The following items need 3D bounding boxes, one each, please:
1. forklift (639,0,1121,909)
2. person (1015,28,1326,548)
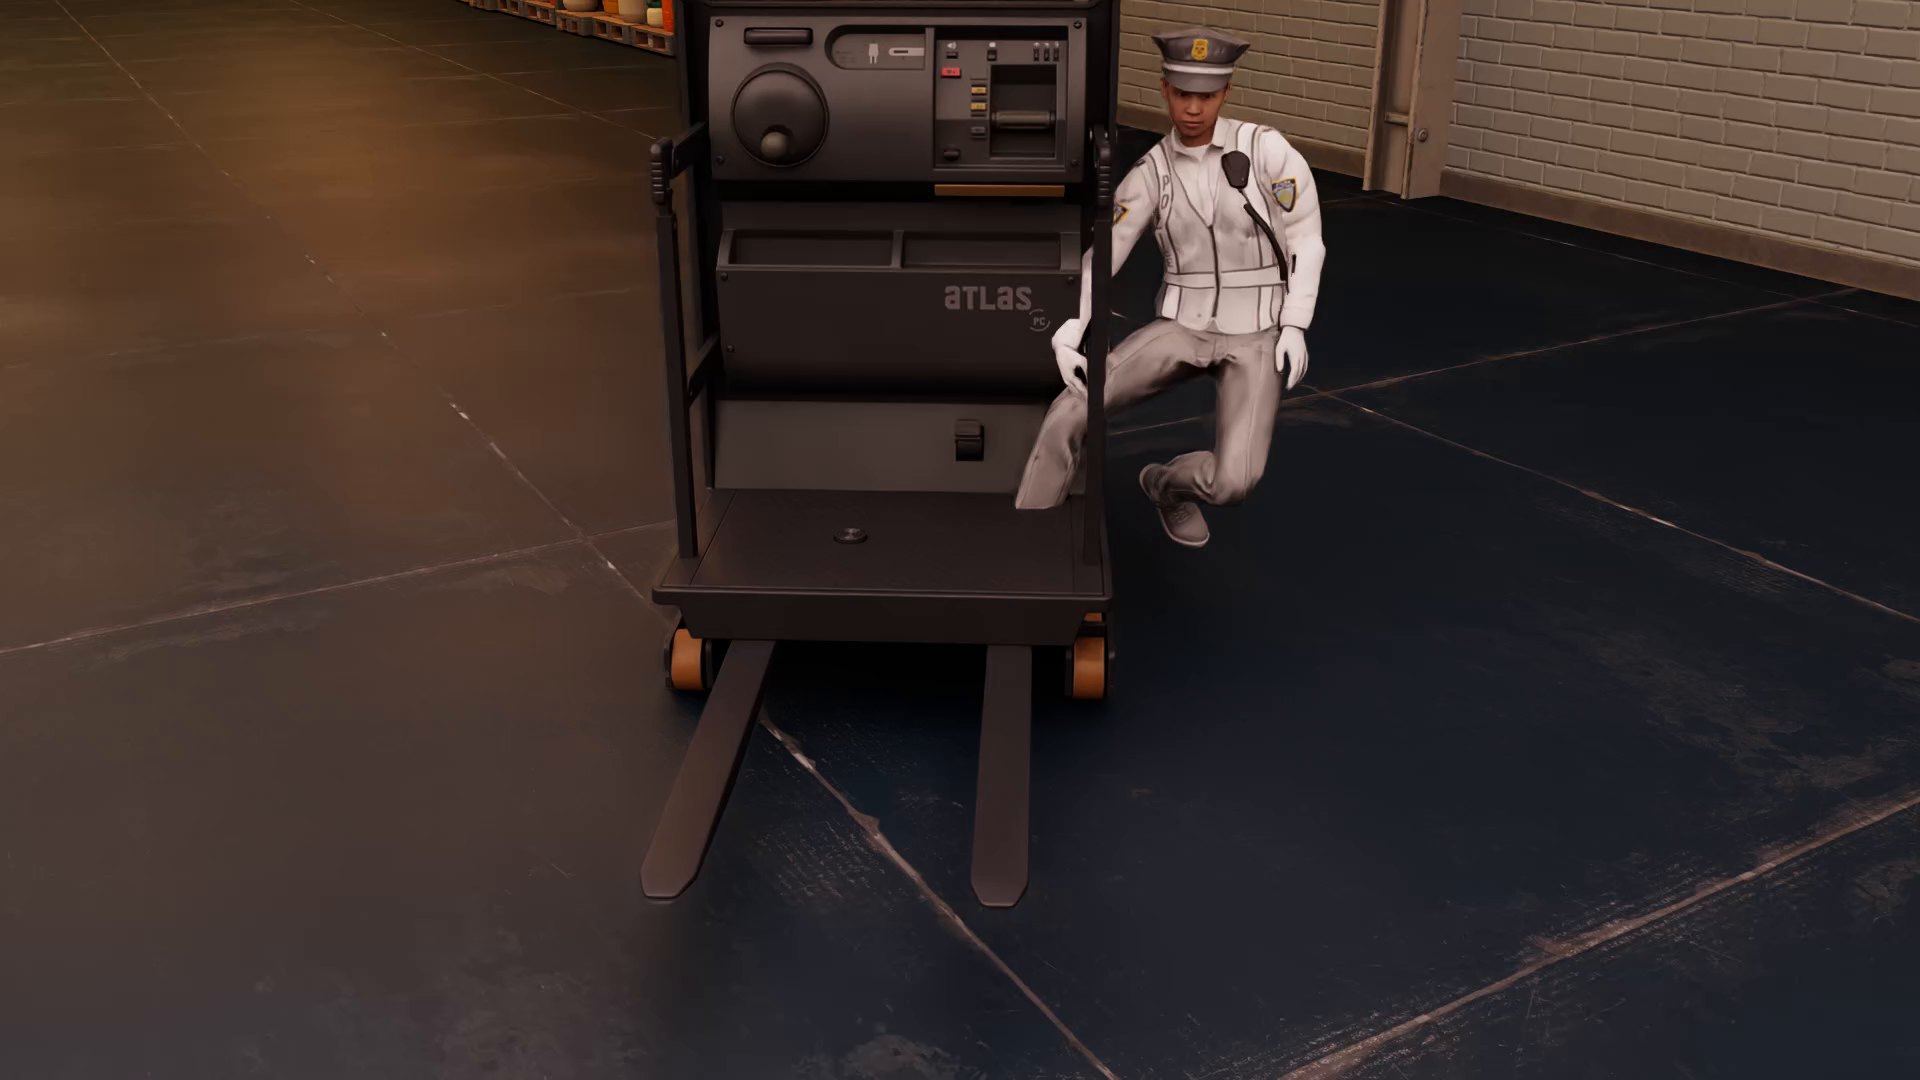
[{"bbox_3d":[-0.163,-1.078,3.901,1.130,2.935,3.031,1,22,3],"label":"forklift"},{"bbox_3d":[0.486,-0.547,4.239,0.775,1.420,0.723,8,24,19],"label":"person"}]
